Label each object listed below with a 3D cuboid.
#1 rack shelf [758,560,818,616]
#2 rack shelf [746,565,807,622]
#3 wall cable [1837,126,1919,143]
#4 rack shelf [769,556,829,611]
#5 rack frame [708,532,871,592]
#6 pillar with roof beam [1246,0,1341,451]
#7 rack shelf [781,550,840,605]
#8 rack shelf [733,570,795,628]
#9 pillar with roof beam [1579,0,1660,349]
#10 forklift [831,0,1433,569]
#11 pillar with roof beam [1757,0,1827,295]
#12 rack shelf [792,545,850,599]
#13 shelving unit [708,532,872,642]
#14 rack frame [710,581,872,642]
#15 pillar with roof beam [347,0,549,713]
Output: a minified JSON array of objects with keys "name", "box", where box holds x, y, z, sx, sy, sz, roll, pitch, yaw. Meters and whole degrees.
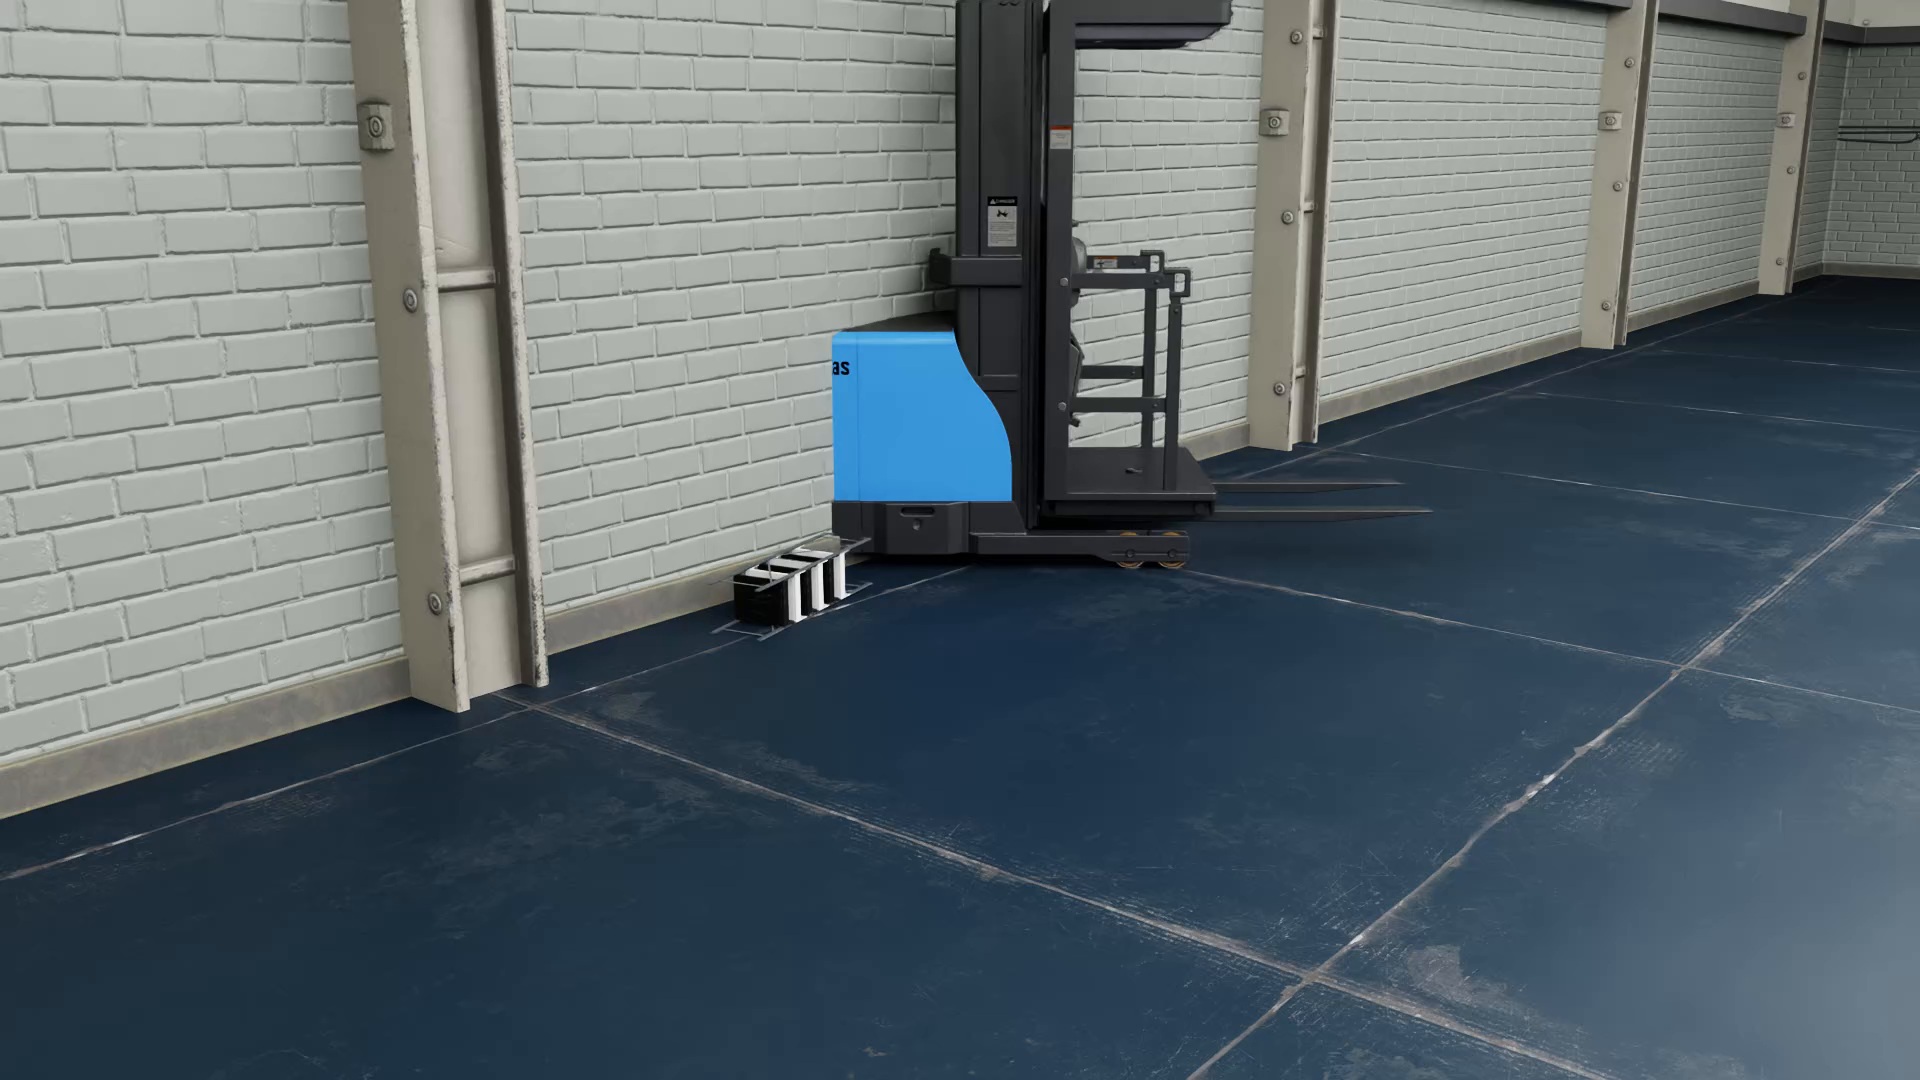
[{"name":"rack shelf","box":[-0.719,0.196,6.911,0.258,0.200,0.077,7,16,25]},{"name":"rack shelf","box":[-0.759,0.217,6.833,0.258,0.200,0.077,7,16,25]},{"name":"wall cable","box":[12.455,-6.125,20.265,3.097,2.526,0.112,11,18,38]},{"name":"rack shelf","box":[-0.679,0.175,6.989,0.258,0.200,0.077,7,16,25]},{"name":"rack frame","box":[-0.694,0.085,6.935,0.240,0.006,0.900,7,16,25]},{"name":"pillar with roof beam","box":[5.381,-4.306,6.799,9.100,9.000,0.400,11,18,38]},{"name":"rack shelf","box":[-0.639,0.155,7.067,0.258,0.200,0.077,7,16,25]},{"name":"rack shelf","box":[-0.799,0.237,6.755,0.258,0.200,0.077,7,16,25]},{"name":"pillar with roof beam","box":[9.152,-5.456,11.322,9.100,9.000,0.400,11,18,38]},{"name":"forklift","box":[0.690,-1.420,7.760,3.031,2.935,1.130,0,14,0]},{"name":"pillar with roof beam","box":[12.924,-6.605,15.845,9.100,9.000,0.400,11,18,38]},{"name":"rack shelf","box":[-0.599,0.134,7.145,0.258,0.200,0.077,7,16,25]},{"name":"shelving unit","box":[-0.694,0.183,6.960,0.258,0.210,0.900,7,16,25]},{"name":"rack frame","box":[-0.693,0.281,6.986,0.240,0.006,0.900,7,16,25]},{"name":"pillar with roof beam","box":[1.610,-3.157,2.275,9.100,9.000,0.400,11,18,38]}]
